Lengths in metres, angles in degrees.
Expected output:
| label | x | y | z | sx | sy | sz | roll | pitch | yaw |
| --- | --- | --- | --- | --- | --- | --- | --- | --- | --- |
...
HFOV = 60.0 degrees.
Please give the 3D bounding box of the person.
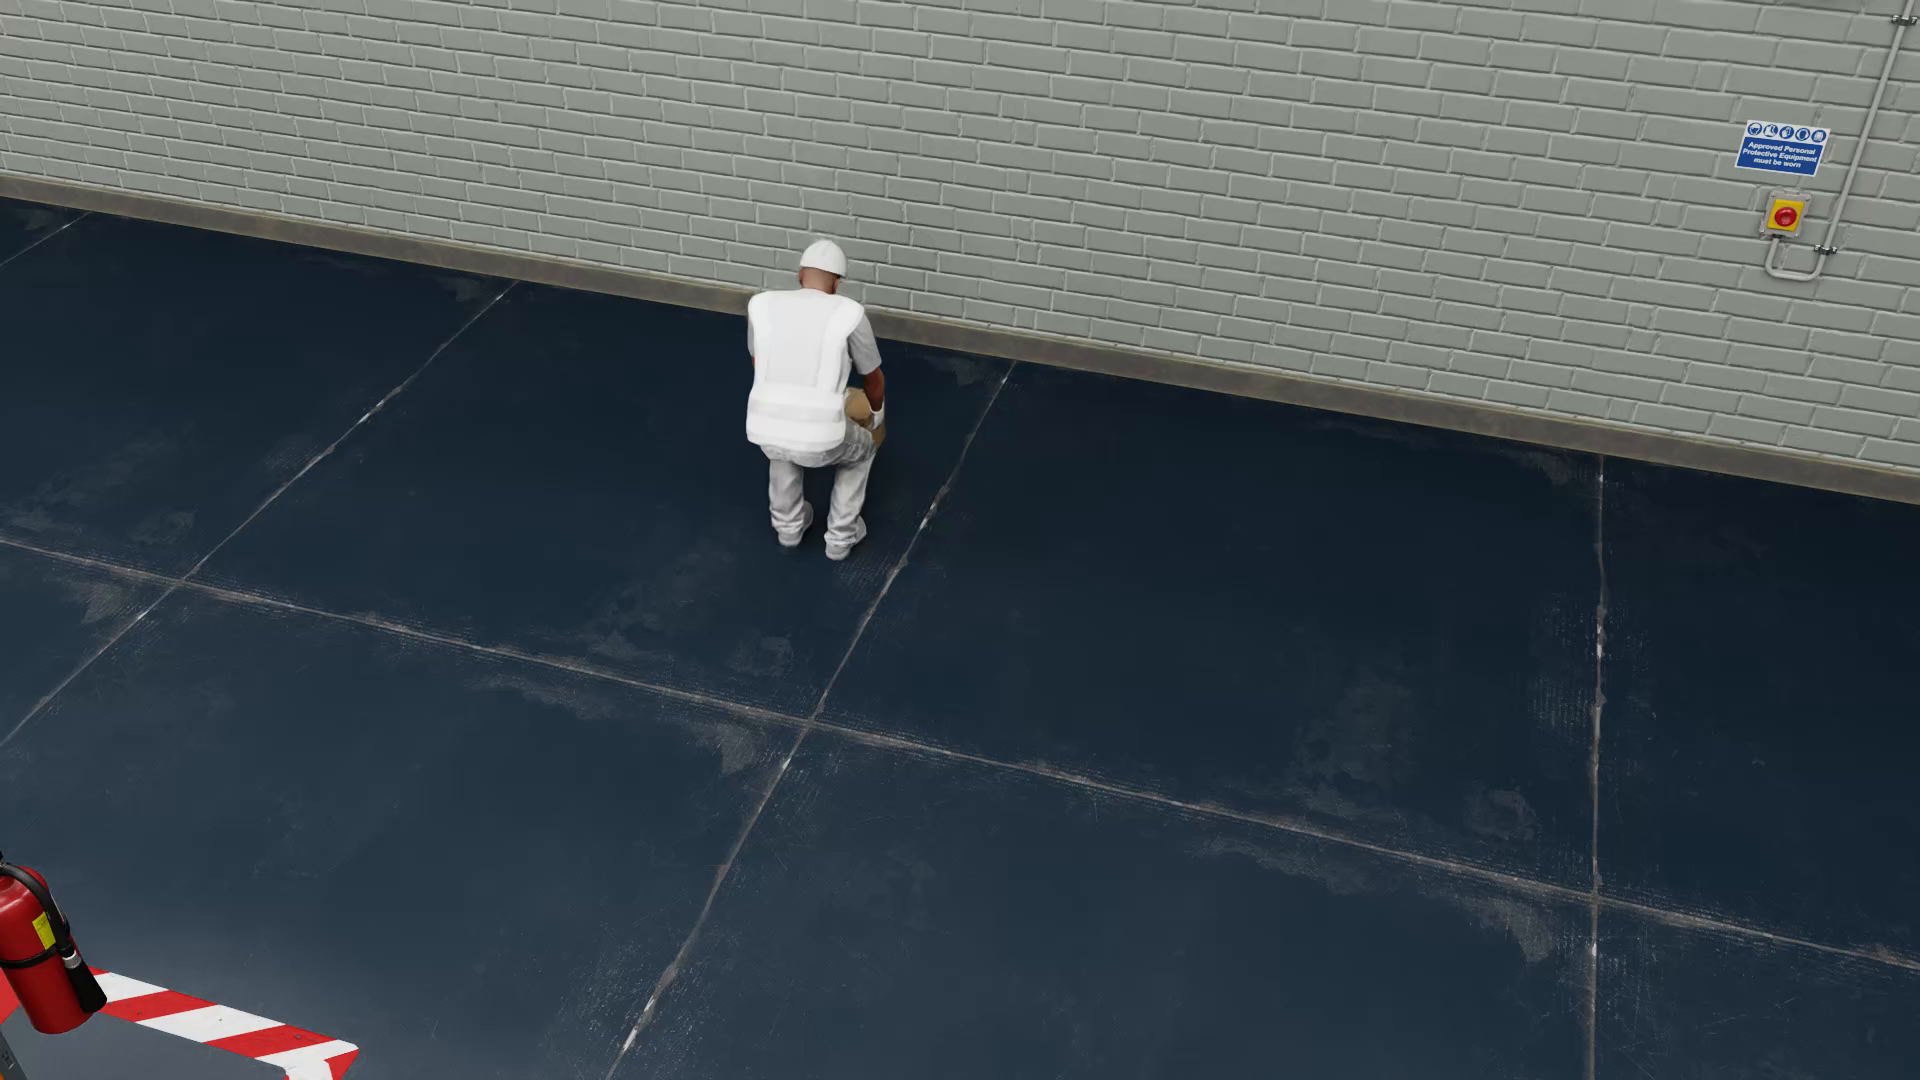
| label | x | y | z | sx | sy | sz | roll | pitch | yaw |
| --- | --- | --- | --- | --- | --- | --- | --- | --- | --- |
| person | -0.671 | -0.582 | 7.300 | 0.612 | 1.322 | 0.813 | 11 | 38 | 14 |
